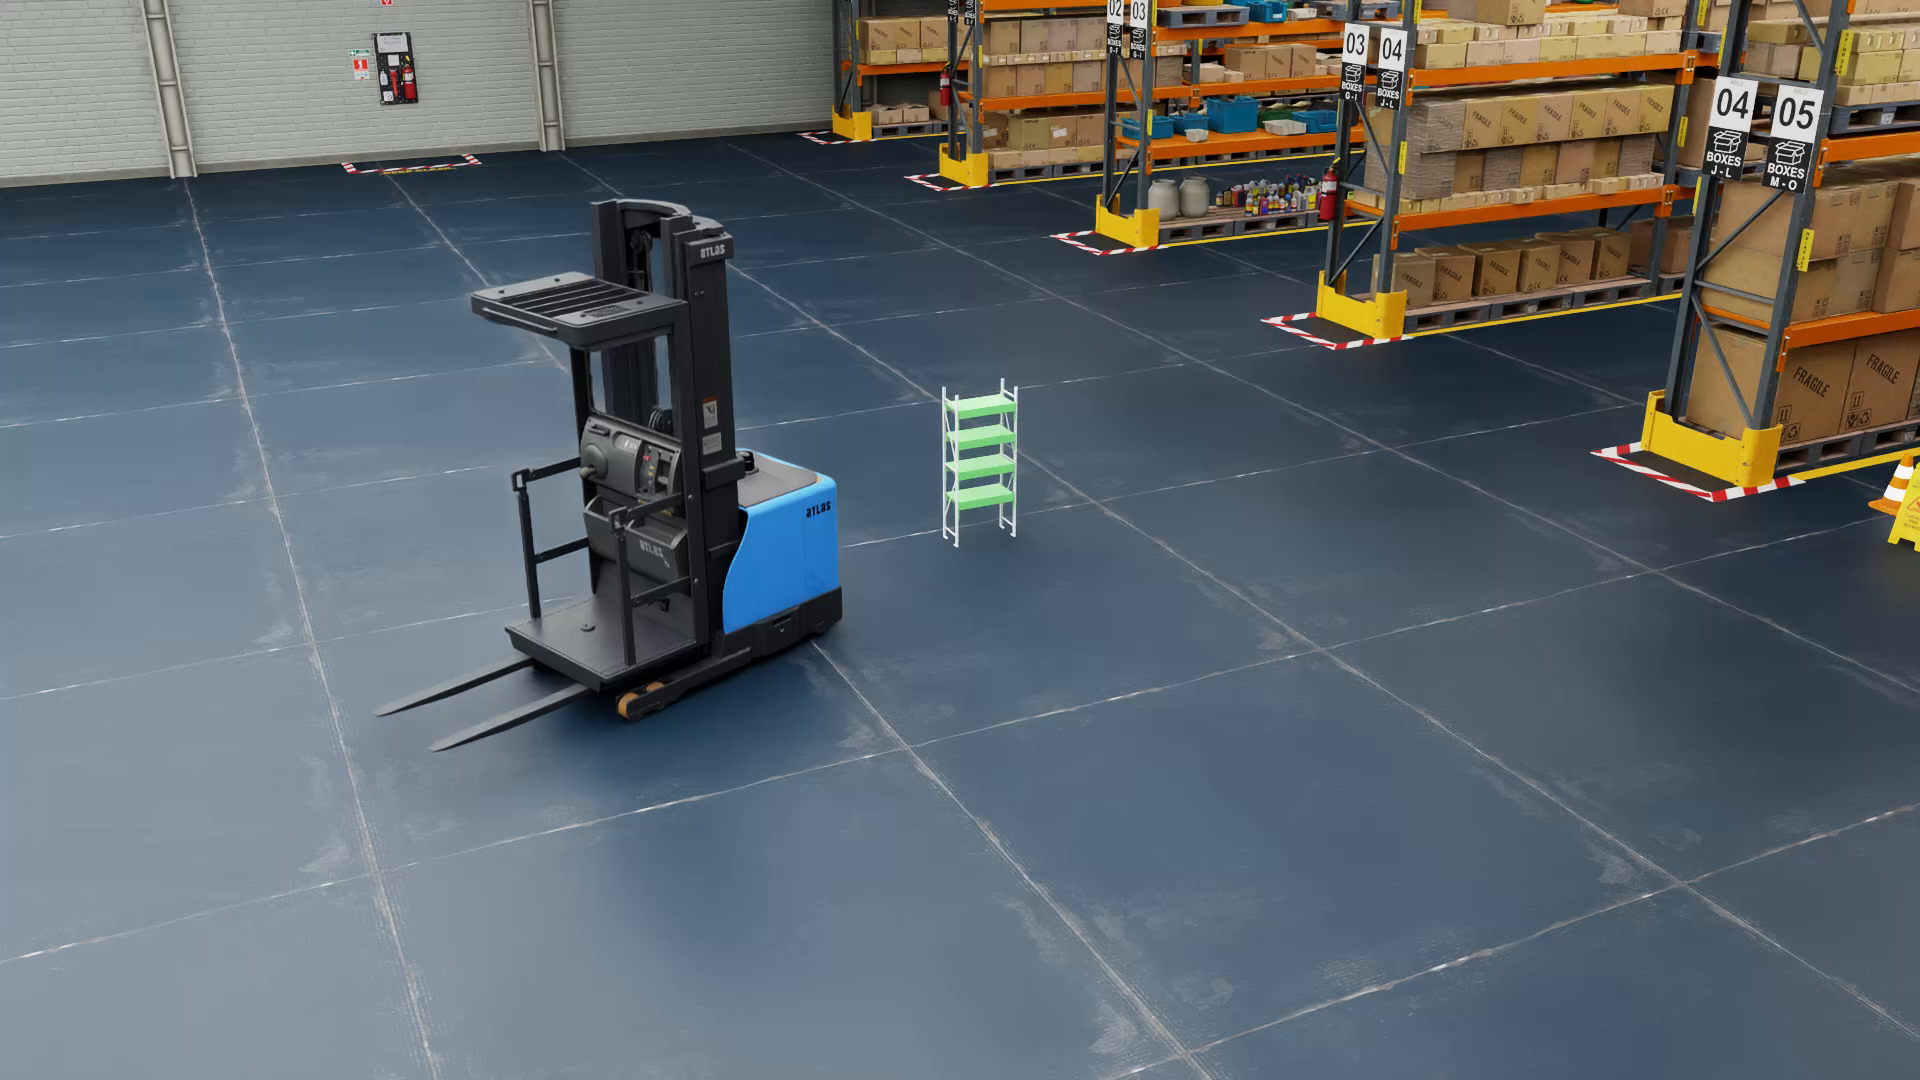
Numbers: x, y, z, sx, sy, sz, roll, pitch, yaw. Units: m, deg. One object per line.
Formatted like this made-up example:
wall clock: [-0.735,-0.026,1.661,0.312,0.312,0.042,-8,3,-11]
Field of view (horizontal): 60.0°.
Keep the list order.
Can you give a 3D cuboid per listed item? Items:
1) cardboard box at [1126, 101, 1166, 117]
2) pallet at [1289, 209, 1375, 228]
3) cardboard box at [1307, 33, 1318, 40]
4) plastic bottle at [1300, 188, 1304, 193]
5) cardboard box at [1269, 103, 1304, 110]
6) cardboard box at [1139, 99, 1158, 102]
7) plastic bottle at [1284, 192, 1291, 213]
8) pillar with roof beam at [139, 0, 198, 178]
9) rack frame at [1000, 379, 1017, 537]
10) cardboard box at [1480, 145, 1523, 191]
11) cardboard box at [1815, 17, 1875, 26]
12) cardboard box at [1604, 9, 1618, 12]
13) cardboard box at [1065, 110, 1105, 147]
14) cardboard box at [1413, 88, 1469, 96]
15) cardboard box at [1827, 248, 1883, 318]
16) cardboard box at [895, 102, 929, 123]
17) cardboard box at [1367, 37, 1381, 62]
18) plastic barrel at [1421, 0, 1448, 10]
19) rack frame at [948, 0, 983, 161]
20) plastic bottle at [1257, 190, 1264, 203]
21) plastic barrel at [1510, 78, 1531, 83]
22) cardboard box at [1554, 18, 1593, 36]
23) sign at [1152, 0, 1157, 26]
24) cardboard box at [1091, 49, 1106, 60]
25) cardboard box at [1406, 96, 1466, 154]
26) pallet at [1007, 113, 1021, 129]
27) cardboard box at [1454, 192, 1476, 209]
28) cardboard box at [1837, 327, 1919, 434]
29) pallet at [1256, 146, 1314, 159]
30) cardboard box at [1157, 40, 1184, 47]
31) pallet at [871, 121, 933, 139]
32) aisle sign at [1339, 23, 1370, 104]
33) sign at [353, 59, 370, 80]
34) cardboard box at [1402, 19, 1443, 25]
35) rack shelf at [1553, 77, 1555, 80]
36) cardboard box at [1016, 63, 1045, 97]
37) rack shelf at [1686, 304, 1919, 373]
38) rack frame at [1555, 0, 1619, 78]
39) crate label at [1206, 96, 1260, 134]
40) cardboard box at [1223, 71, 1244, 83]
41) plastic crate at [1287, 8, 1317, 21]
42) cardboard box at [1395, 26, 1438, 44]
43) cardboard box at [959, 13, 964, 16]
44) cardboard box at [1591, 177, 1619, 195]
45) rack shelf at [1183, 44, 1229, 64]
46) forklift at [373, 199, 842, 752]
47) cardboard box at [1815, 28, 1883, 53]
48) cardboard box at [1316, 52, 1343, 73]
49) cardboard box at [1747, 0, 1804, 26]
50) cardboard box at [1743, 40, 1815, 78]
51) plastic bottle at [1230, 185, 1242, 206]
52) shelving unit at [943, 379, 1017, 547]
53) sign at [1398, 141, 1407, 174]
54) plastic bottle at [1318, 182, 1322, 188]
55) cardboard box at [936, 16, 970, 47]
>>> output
cardboard box: [3.128,-7.147,28.160,0.500,0.500,0.500,-10,25,-24]
pallet: [5.204,-4.753,23.956,1.213,0.211,1.003,-10,25,-24]
cardboard box: [7.149,-10.384,34.215,0.250,0.149,0.380,-10,24,-22]
plastic bottle: [4.840,-4.826,23.464,0.133,0.283,0.061,-10,25,-24]
cardboard box: [5.757,-7.533,29.339,0.500,0.311,0.500,-11,25,-25]
cardboard box: [3.558,-8.990,33.238,0.500,0.500,0.700,-11,25,-24]
plastic bottle: [4.573,-4.718,23.218,0.097,0.271,0.097,0,22,0]
pillar with roof beam: [-10.764,-8.601,21.763,0.400,9.000,9.100,-10,25,-24]
rack frame: [0.369,-0.622,12.685,0.015,1.200,0.240,-10,25,-24]
cardboard box: [5.746,-4.226,18.517,0.500,0.500,0.875,-10,25,-24]
cardboard box: [7.277,-4.220,13.708,0.250,0.149,0.380,-10,24,-23]
cardboard box: [7.549,-5.985,19.039,0.250,0.149,0.380,-11,25,-25]
cardboard box: [2.010,-6.713,27.111,0.500,0.500,0.500,-10,25,-24]
cardboard box: [5.207,-4.675,18.295,0.500,0.500,0.500,-10,25,-24]
cardboard box: [7.232,-2.287,14.157,0.550,0.550,0.875,-10,25,-24]
cardboard box: [-0.898,-8.028,31.164,0.500,0.311,0.500,-8,24,-19]
cardboard box: [4.695,-5.252,17.791,0.500,0.250,0.500,-10,24,-22]
plastic barrel: [6.780,-8.024,23.635,0.600,0.901,0.600,0,22,0]
rack frame: [0.078,-7.183,26.180,0.127,3.000,1.000,-10,25,-24]
plastic bottle: [4.291,-4.891,23.727,0.097,0.201,0.097,0,22,0]
plastic barrel: [8.217,-6.540,24.480,0.421,0.512,0.421,0,22,0]
cardboard box: [6.622,-5.559,18.009,0.250,0.149,0.380,-9,24,-21]
sign: [2.457,-6.675,21.020,0.005,0.325,0.100,-10,25,-24]
cardboard box: [2.147,-7.818,26.736,0.250,0.149,0.380,-10,24,-22]
cardboard box: [4.985,-4.411,17.657,0.500,0.500,0.500,-10,25,-24]
pallet: [0.940,-8.141,32.140,1.213,0.211,1.003,-10,25,-24]
cardboard box: [5.413,-3.737,18.184,0.250,0.149,0.380,-10,25,-24]
cardboard box: [7.805,-1.536,14.768,0.875,0.875,0.875,-11,25,-24]
pallet: [5.430,-6.897,29.137,1.213,0.211,1.003,-10,25,-24]
cardboard box: [3.285,-8.416,27.333,0.500,0.500,0.700,-10,25,-23]
pallet: [-1.258,-7.736,31.163,1.213,0.211,1.003,-10,25,-24]
aisle sign: [4.185,-5.062,17.659,0.004,0.787,0.394,-10,25,-24]
sign: [-10.011,-7.872,27.798,0.234,0.329,0.001,-10,25,-24]
cardboard box: [4.970,-5.508,17.888,0.250,0.149,0.380,-12,25,-26]
rack shelf: [9.088,-8.509,30.325,4.000,0.370,1.077,-10,25,-24]
cardboard box: [0.975,-7.391,26.552,0.500,0.500,0.700,-10,24,-22]
rack shelf: [8.233,-2.041,14.700,4.000,0.370,1.077,-10,25,-24]
rack frame: [9.431,-6.802,25.260,0.127,3.000,1.000,-10,25,-24]
crate label: [3.764,-5.890,23.011,0.616,0.435,0.502,-10,25,-24]
cardboard box: [4.569,-7.807,28.016,0.250,0.149,0.380,-10,25,-24]
plastic crate: [4.556,-6.997,22.155,0.396,0.136,0.243,-10,25,-24]
cardboard box: [4.719,-5.235,17.228,0.250,0.149,0.380,-11,25,-24]
cardboard box: [0.097,-9.668,31.373,0.500,0.500,0.500,-10,24,-22]
cardboard box: [7.251,-4.040,18.916,0.250,0.149,0.380,-10,25,-24]
rack shelf: [3.332,-9.552,32.845,4.000,0.370,1.077,-10,25,-24]
forklift: [-2.166,-0.477,10.069,1.130,2.935,3.031,19,29,39]
cardboard box: [6.870,-3.866,12.852,0.250,0.149,0.380,-10,25,-23]
cardboard box: [6.396,-8.387,29.206,0.500,0.311,0.500,-11,25,-24]
cardboard box: [9.290,-6.260,19.344,0.637,0.503,0.797,-9,24,-21]
cardboard box: [6.751,-3.914,13.489,0.500,0.250,0.500,-10,25,-23]
plastic bottle: [3.926,-4.908,23.671,0.135,0.276,0.152,-10,25,-23]
shelving unit: [0.149,-0.582,12.587,0.503,1.200,0.258,-10,25,-24]
sign: [4.606,-3.981,17.314,0.005,0.325,0.100,-10,25,-24]
plastic bottle: [5.258,-5.130,24.305,0.097,0.201,0.097,0,22,0]
cardboard box: [-0.135,-9.403,30.734,0.500,0.500,0.500,-10,24,-22]
